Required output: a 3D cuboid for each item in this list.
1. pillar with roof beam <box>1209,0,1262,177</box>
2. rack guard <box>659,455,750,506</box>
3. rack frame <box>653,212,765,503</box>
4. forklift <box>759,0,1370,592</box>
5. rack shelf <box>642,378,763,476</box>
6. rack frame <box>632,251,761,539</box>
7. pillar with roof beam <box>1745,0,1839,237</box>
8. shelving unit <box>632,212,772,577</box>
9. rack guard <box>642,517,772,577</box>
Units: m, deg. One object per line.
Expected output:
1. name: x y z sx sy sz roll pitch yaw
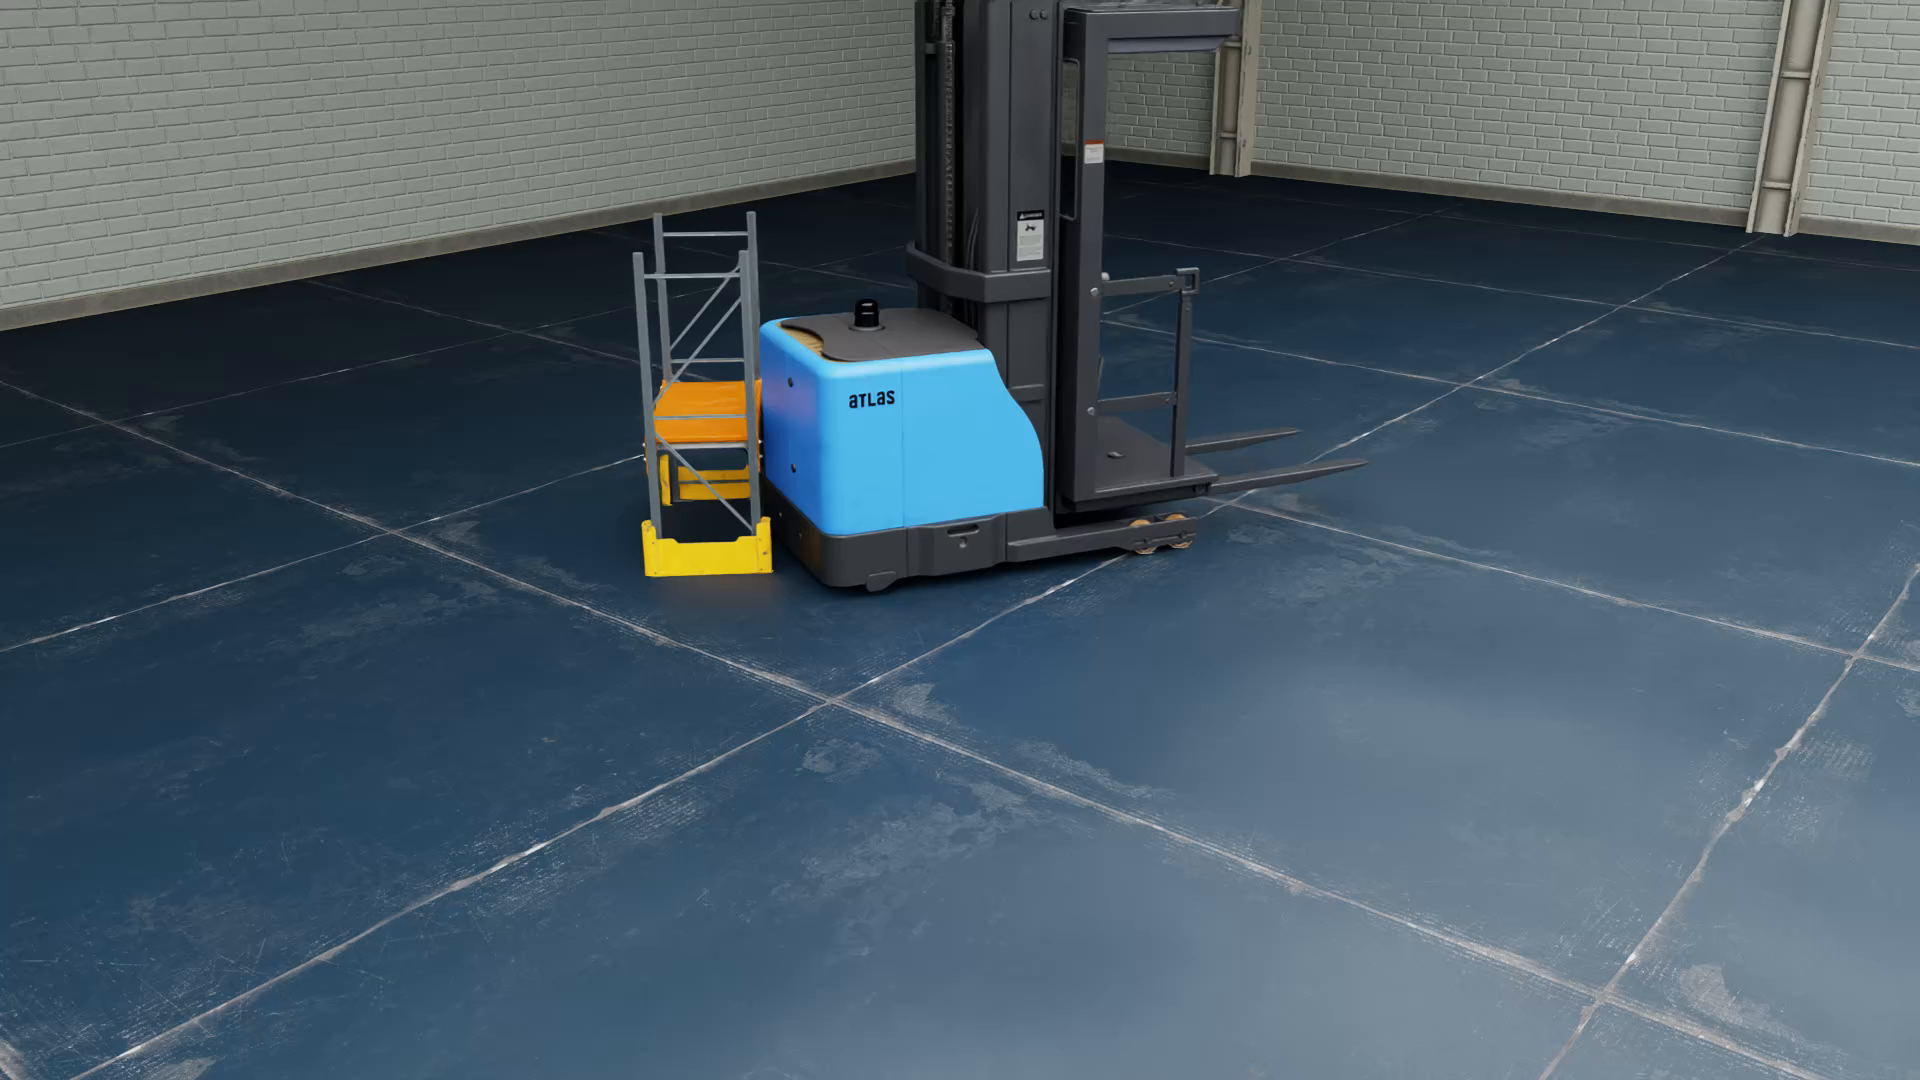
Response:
1. pillar with roof beam: 0.463 -7.345 14.892 0.400 9.000 9.100 16 26 36
2. rack guard: -1.258 -0.318 8.656 0.587 0.250 0.087 -2 21 -5
3. rack frame: -1.260 -0.909 8.454 0.500 1.500 0.032 -2 21 -5
4. forklift: 0.600 -1.462 7.892 3.031 2.935 1.130 -9 22 -22
5. rack shelf: -1.216 -0.562 8.043 0.538 0.185 1.000 -2 21 -5
6. rack frame: -1.172 -0.552 7.506 0.500 1.500 0.032 -2 21 -5
7. pillar with roof beam: 5.111 -6.006 11.343 0.400 9.000 9.100 16 26 36
8. shelving unit: -1.215 -0.727 7.971 0.587 1.500 1.083 -2 21 -5
9. rack guard: -1.172 0.033 7.728 0.587 0.250 0.087 -2 21 -5
